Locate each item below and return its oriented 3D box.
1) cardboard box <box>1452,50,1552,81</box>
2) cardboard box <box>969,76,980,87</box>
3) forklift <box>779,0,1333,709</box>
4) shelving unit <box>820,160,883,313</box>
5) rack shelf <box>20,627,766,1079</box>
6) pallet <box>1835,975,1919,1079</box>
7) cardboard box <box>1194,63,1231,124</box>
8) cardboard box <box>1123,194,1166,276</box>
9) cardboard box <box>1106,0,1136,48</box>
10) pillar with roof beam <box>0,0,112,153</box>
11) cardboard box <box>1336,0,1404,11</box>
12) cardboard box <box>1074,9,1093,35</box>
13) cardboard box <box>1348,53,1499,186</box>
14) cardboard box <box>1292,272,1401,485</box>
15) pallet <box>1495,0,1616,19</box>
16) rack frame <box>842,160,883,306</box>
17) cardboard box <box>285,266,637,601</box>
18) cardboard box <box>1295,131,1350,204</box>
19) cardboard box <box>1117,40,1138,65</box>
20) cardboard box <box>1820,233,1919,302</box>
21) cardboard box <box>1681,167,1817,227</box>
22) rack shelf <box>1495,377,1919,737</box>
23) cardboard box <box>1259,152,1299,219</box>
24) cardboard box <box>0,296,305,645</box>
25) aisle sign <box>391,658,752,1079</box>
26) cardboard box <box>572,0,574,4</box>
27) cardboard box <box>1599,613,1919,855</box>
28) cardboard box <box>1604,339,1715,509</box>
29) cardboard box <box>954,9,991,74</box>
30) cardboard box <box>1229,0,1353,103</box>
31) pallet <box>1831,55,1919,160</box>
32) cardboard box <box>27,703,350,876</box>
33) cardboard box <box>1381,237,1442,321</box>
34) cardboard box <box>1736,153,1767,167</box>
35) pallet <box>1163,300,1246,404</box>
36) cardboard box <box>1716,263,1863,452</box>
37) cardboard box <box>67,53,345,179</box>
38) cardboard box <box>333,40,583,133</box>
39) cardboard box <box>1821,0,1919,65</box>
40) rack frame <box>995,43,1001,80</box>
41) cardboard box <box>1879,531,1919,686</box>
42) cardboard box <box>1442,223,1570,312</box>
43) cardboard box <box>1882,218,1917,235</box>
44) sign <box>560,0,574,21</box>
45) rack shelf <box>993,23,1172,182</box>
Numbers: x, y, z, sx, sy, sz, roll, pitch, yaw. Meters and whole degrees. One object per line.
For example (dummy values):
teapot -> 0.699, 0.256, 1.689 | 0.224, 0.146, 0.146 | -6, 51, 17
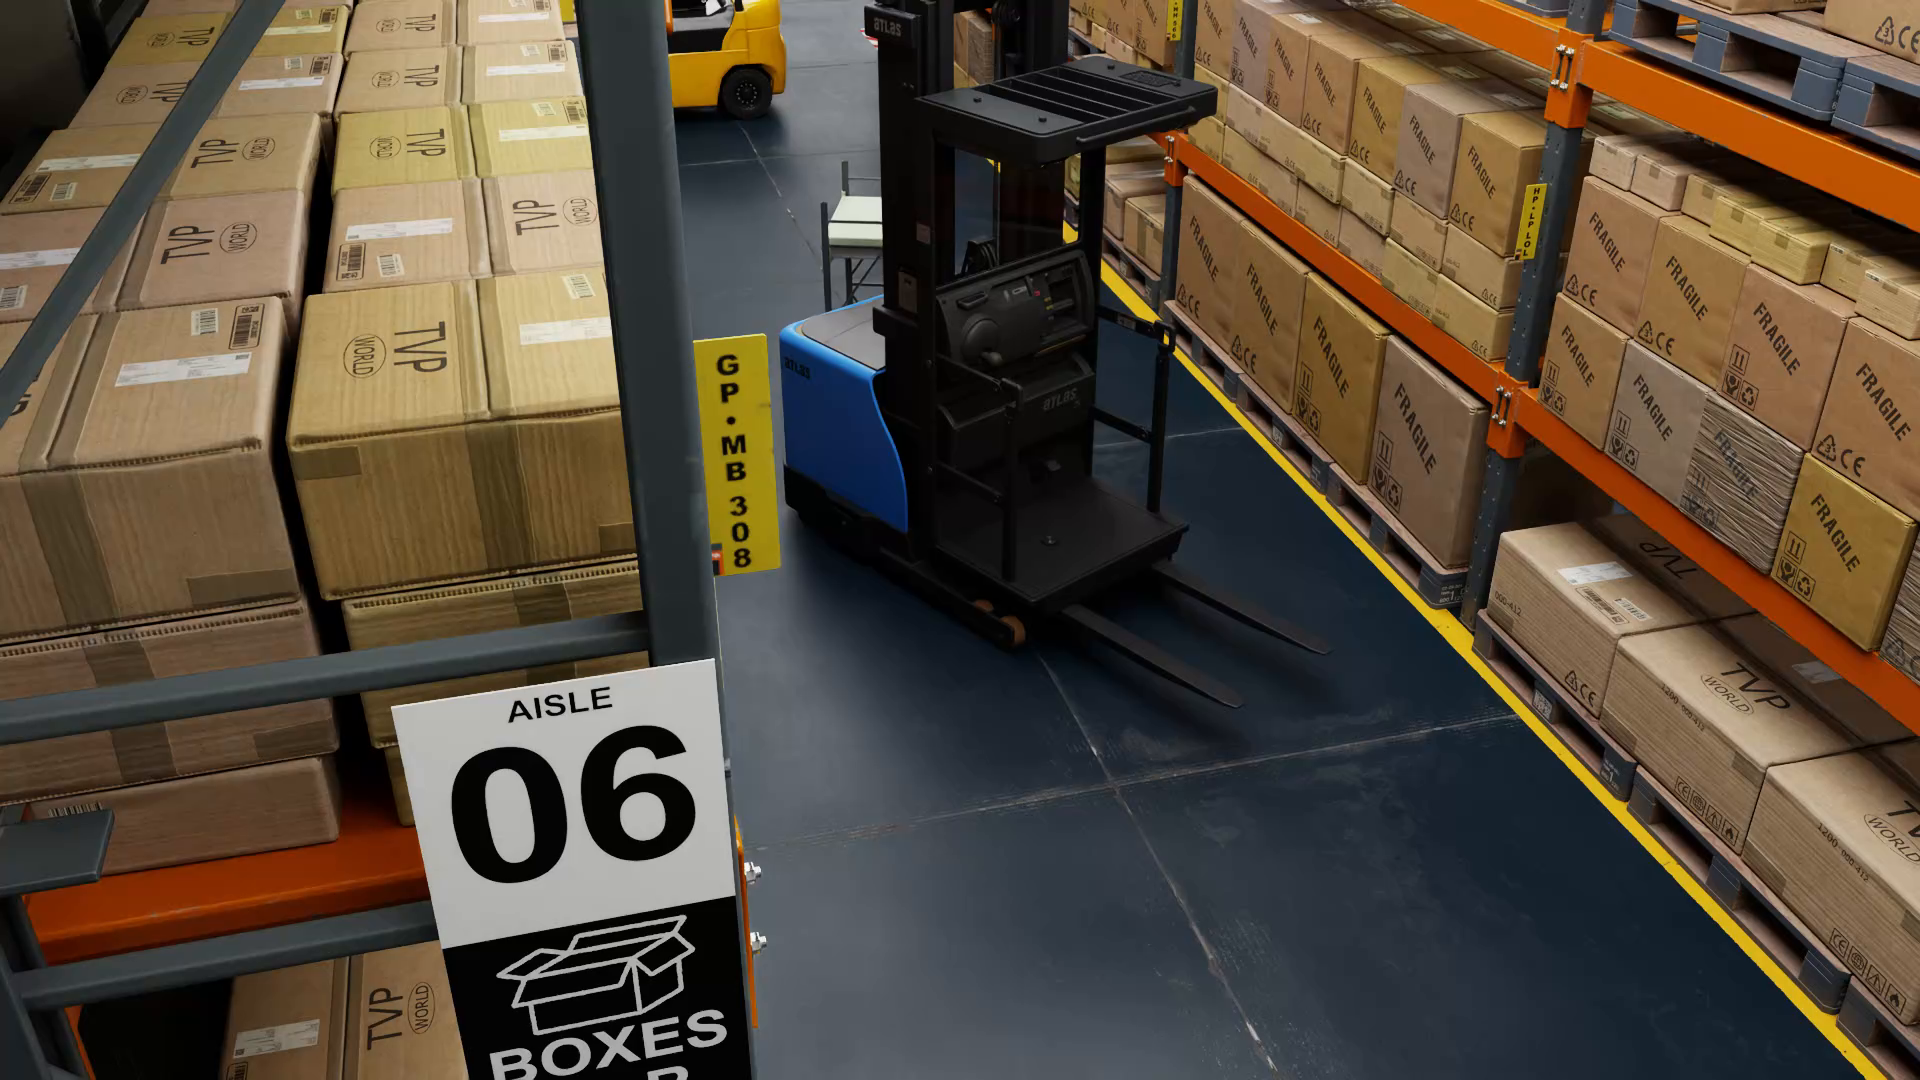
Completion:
cardboard box -> 2.788, -2.155, 8.382 | 0.500, 0.500, 0.500 | -9, 31, -15
cardboard box -> 0.380, -4.049, 15.077 | 0.500, 0.250, 0.500 | -6, 31, -11
forklift -> 0.415, -1.036, 7.615 | 1.130, 2.935, 3.031 | -24, 38, -35
shelving unit -> -0.509, -1.325, 9.541 | 0.431, 1.500, 0.755 | 3, 30, 5
rack shelf -> -1.334, -0.303, 4.003 | 1.077, 0.370, 4.000 | -8, 31, -13
pallet -> 3.694, 1.819, 5.397 | 1.003, 0.211, 1.213 | -8, 31, -13
cardboard box -> 1.754, -2.750, 10.157 | 0.500, 0.250, 0.500 | -8, 31, -14
cardboard box -> 1.718, -2.195, 11.751 | 0.950, 0.372, 0.625 | -10, 32, -17
cardboard box -> 1.322, -3.661, 11.264 | 0.500, 0.500, 0.500 | -8, 31, -14
pillar with roof beam -> 1.601, -2.995, 4.942 | 9.100, 9.000, 0.400 | -8, 31, -13
cardboard box -> 2.392, -2.890, 9.651 | 0.500, 0.500, 0.500 | -7, 31, -12
cardboard box -> 1.057, -3.814, 12.177 | 0.380, 0.149, 0.250 | -9, 31, -15
cardboard box -> 2.299, -2.099, 8.284 | 0.500, 0.500, 0.500 | -7, 31, -12
cardboard box -> 2.431, -0.930, 9.065 | 0.875, 0.875, 0.875 | -7, 31, -12
pallet -> 2.629, -2.596, 7.437 | 0.805, 0.209, 1.217 | -9, 31, -15
rack frame -> -0.475, -1.508, 9.857 | 0.400, 1.500, 0.023 | 3, 30, 5
cardboard box -> -0.679, -0.177, 2.420 | 0.500, 0.250, 0.500 | -8, 31, -14
cardboard box -> 2.133, -2.011, 8.881 | 0.500, 0.250, 0.500 | -7, 31, -12
cardboard box -> 1.293, -3.312, 11.309 | 0.380, 0.149, 0.250 | -8, 31, -14
cardboard box -> 3.141, -0.904, 5.571 | 0.380, 0.149, 0.250 | -8, 31, -13
cardboard box -> 2.945, -1.274, 6.212 | 0.380, 0.149, 0.250 | -8, 31, -14
rack shelf -> 3.451, 0.333, 5.898 | 1.077, 0.370, 4.000 | -8, 31, -13
cardboard box -> 2.032, -2.042, 9.432 | 0.500, 0.250, 0.500 | -7, 31, -12
cardboard box -> -1.190, -0.106, 2.299 | 0.500, 0.250, 0.500 | -9, 31, -15
aisle sign -> -0.502, 0.518, 2.265 | 0.394, 0.787, 0.004 | -8, 31, -13
cardboard box -> -1.596, -2.024, 5.989 | 0.380, 0.149, 0.250 | -8, 31, -13
cardboard box -> 3.221, 0.733, 6.628 | 0.875, 0.438, 0.875 | -9, 31, -15
cardboard box -> 2.921, -0.482, 6.489 | 0.500, 0.500, 0.500 | -8, 31, -13
cardboard box -> 0.244, -4.620, 15.314 | 0.500, 0.500, 0.500 | -7, 31, -12
cardboard box -> 1.894, -2.843, 9.570 | 0.500, 0.500, 0.500 | -8, 31, -13
pallet -> 3.447, -1.219, 4.956 | 1.003, 0.211, 1.213 | -8, 31, -13
cardboard box -> -1.111, 0.336, 2.431 | 0.380, 0.149, 0.250 | -7, 31, -12
cardboard box -> 2.424, -1.308, 8.166 | 0.500, 0.250, 0.500 | -8, 31, -14
cardboard box -> 3.274, -1.453, 6.520 | 0.380, 0.149, 0.250 | -7, 31, -12
pallet -> 1.995, -1.278, 10.748 | 1.003, 0.211, 1.213 | -8, 31, -13
cardboard box -> 3.066, -0.664, 5.805 | 0.500, 0.500, 0.500 | -7, 31, -12
cardboard box -> -1.581, -0.850, 3.584 | 0.500, 0.250, 0.500 | -8, 31, -13
cardboard box -> -1.087, -0.910, 3.688 | 0.500, 0.250, 0.500 | -7, 31, -12
cardboard box -> 3.309, -1.865, 5.361 | 0.797, 0.503, 0.637 | -5, 31, -9
rack frame -> 0.796, -4.808, 14.062 | 1.000, 3.000, 0.127 | -8, 31, -13
cardboard box -> 3.333, 0.255, 5.215 | 0.500, 0.500, 0.500 | -7, 31, -12
cardboard box -> 2.568, -1.276, 7.611 | 0.500, 0.250, 0.500 | -8, 31, -13
cardboard box -> 3.516, -1.095, 5.902 | 0.380, 0.149, 0.250 | -8, 31, -14
sign -> -1.344, -1.880, 5.494 | 0.100, 0.325, 0.005 | -8, 31, -13
rack shelf -> 1.327, -3.531, 12.574 | 1.077, 0.370, 4.000 | -8, 31, -13
